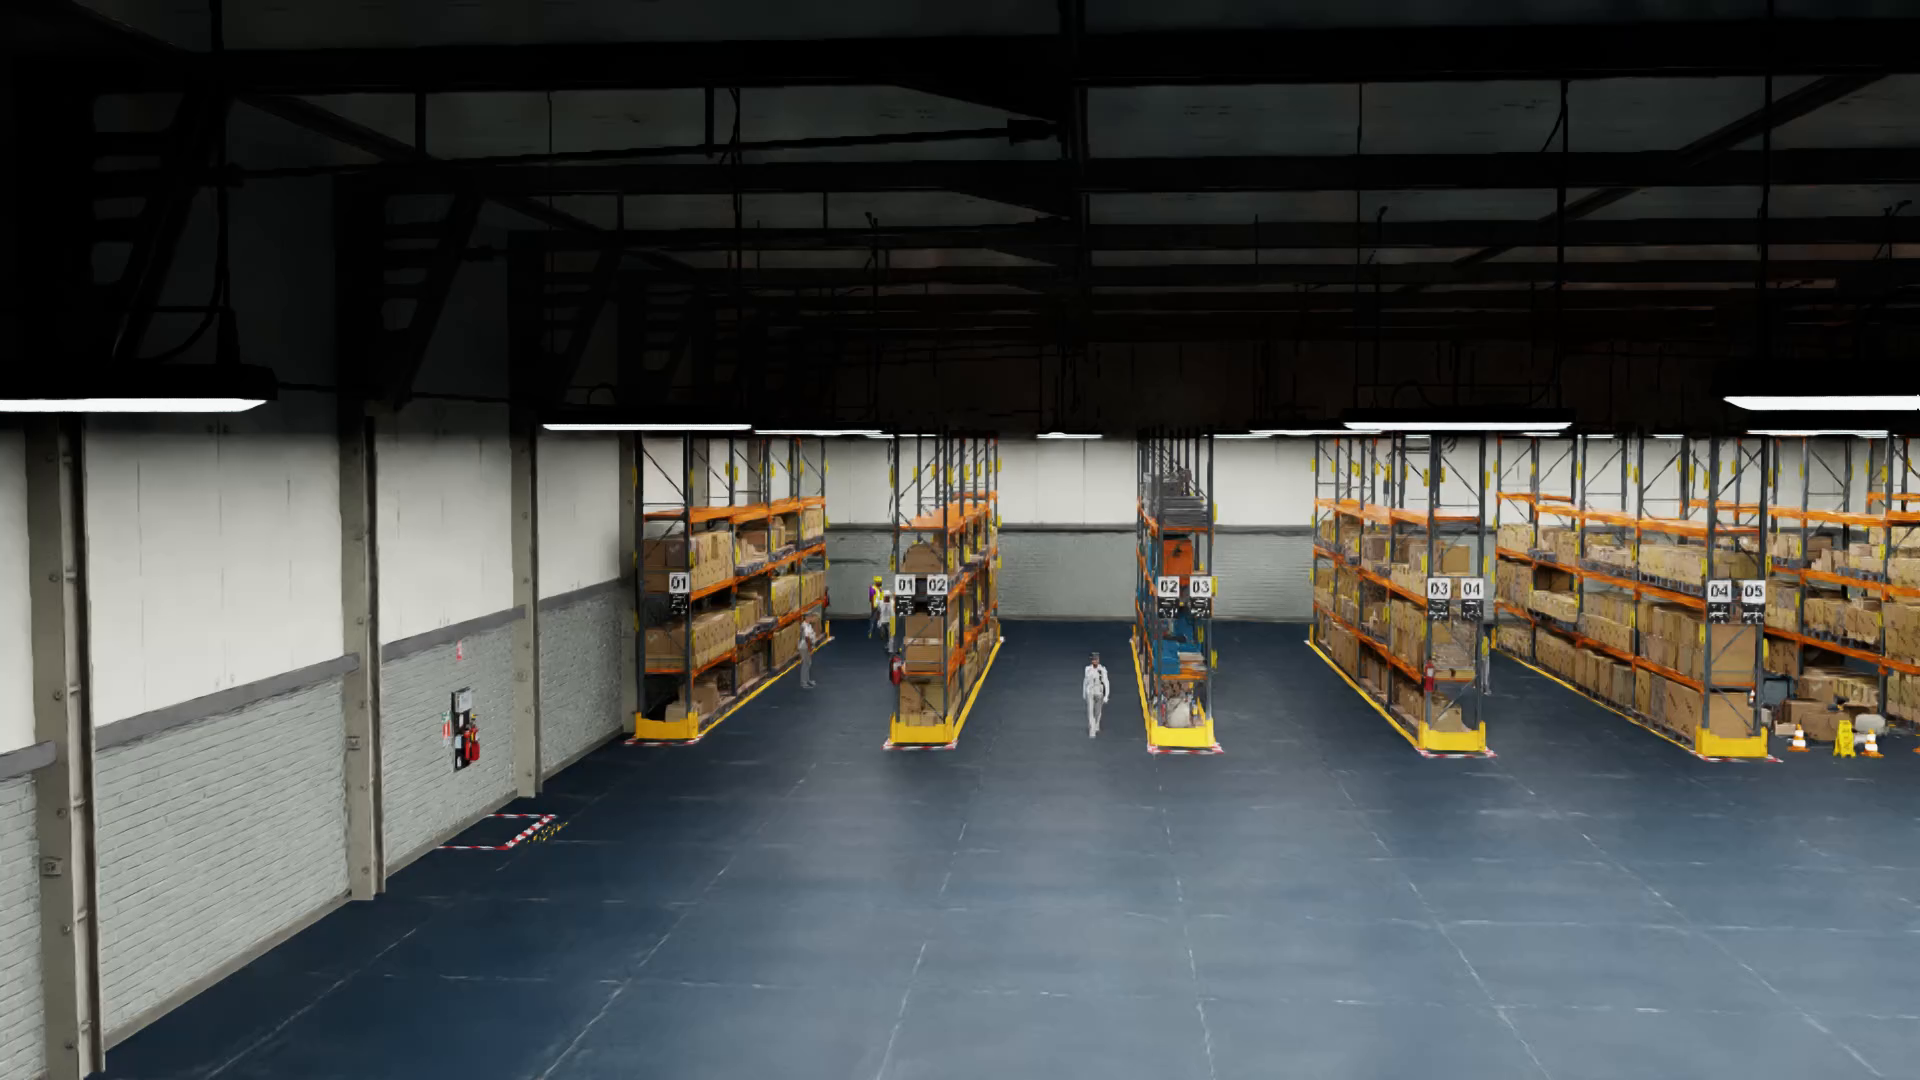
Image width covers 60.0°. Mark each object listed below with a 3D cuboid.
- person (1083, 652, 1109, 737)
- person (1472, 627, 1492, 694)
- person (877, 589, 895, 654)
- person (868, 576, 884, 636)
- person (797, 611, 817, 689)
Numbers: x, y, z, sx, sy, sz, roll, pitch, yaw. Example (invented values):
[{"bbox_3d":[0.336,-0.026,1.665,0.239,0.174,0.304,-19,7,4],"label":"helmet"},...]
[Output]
[{"bbox_3d":[2.642,2.964,32.218,0.498,1.625,0.988,0,3,3],"label":"person"},{"bbox_3d":[11.749,2.692,37.568,0.417,1.516,1.036,0,3,8],"label":"person"},{"bbox_3d":[-1.965,2.172,44.701,0.560,1.706,1.122,0,3,7],"label":"person"},{"bbox_3d":[-2.415,1.927,48.460,0.477,1.765,0.655,2,4,31],"label":"person"},{"bbox_3d":[-3.512,2.519,38.440,0.492,1.767,0.625,-1,4,-19],"label":"person"}]
